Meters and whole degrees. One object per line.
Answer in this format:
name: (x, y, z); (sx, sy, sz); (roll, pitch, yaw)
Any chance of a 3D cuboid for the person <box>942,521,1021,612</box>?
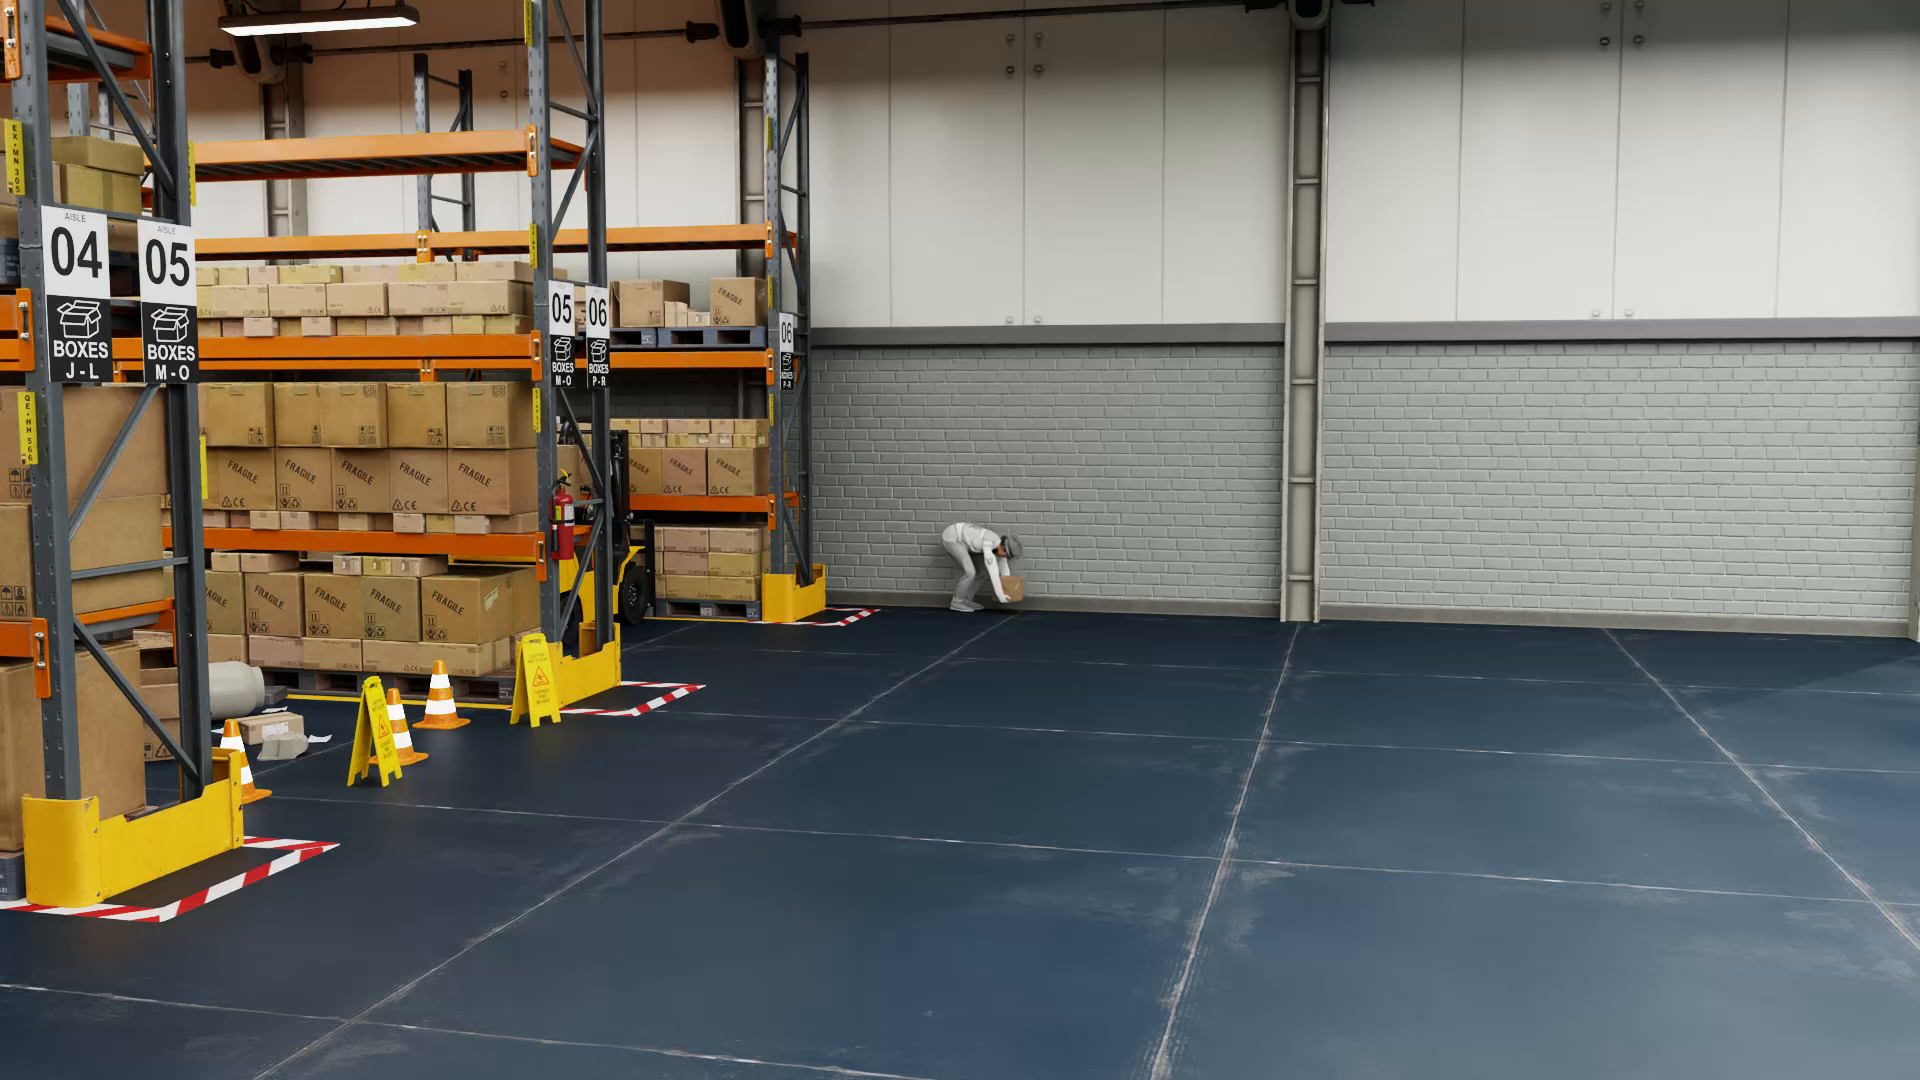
person: (0.239, 0.298, 18.125); (0.897, 0.972, 0.444); (2, 5, 24)
